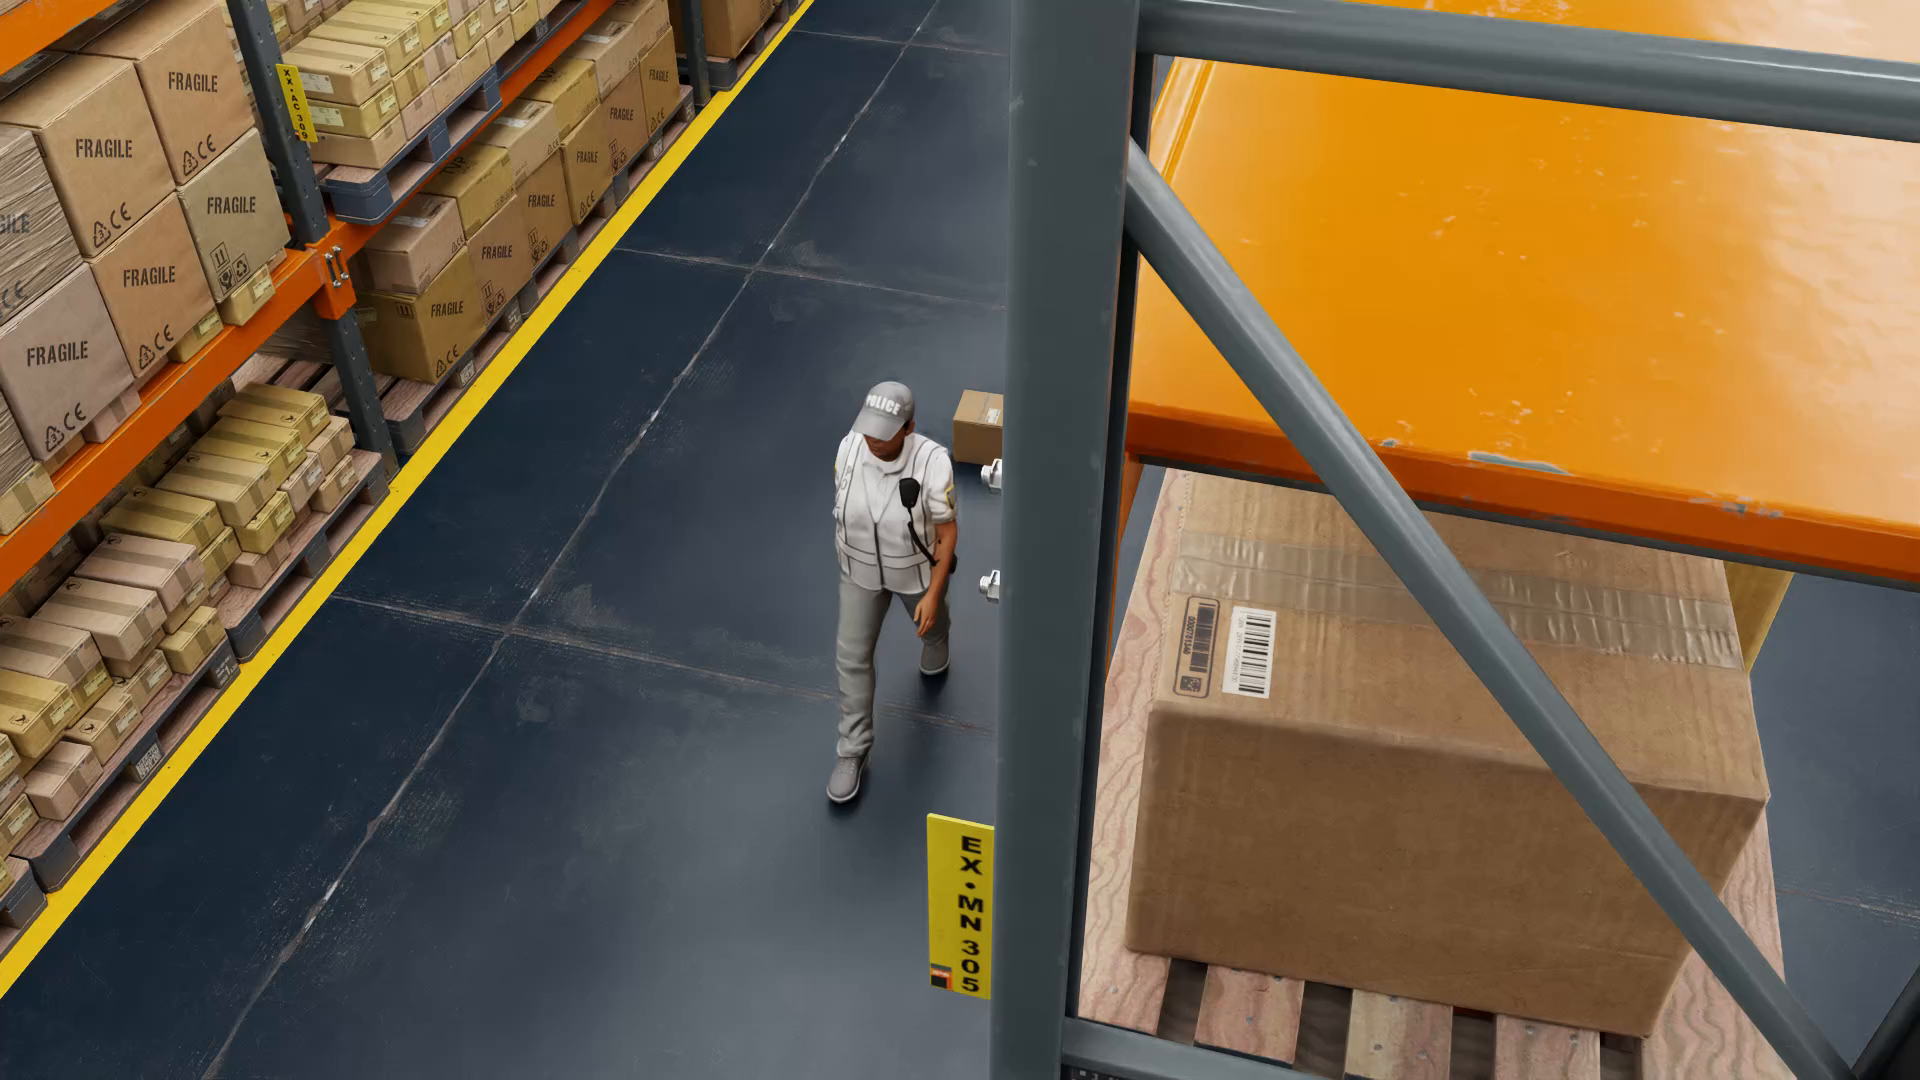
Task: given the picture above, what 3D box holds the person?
[{"bbox_3d":[-0.248,0.110,6.183,0.490,1.600,1.027,8,42,9],"label":"person"}]
